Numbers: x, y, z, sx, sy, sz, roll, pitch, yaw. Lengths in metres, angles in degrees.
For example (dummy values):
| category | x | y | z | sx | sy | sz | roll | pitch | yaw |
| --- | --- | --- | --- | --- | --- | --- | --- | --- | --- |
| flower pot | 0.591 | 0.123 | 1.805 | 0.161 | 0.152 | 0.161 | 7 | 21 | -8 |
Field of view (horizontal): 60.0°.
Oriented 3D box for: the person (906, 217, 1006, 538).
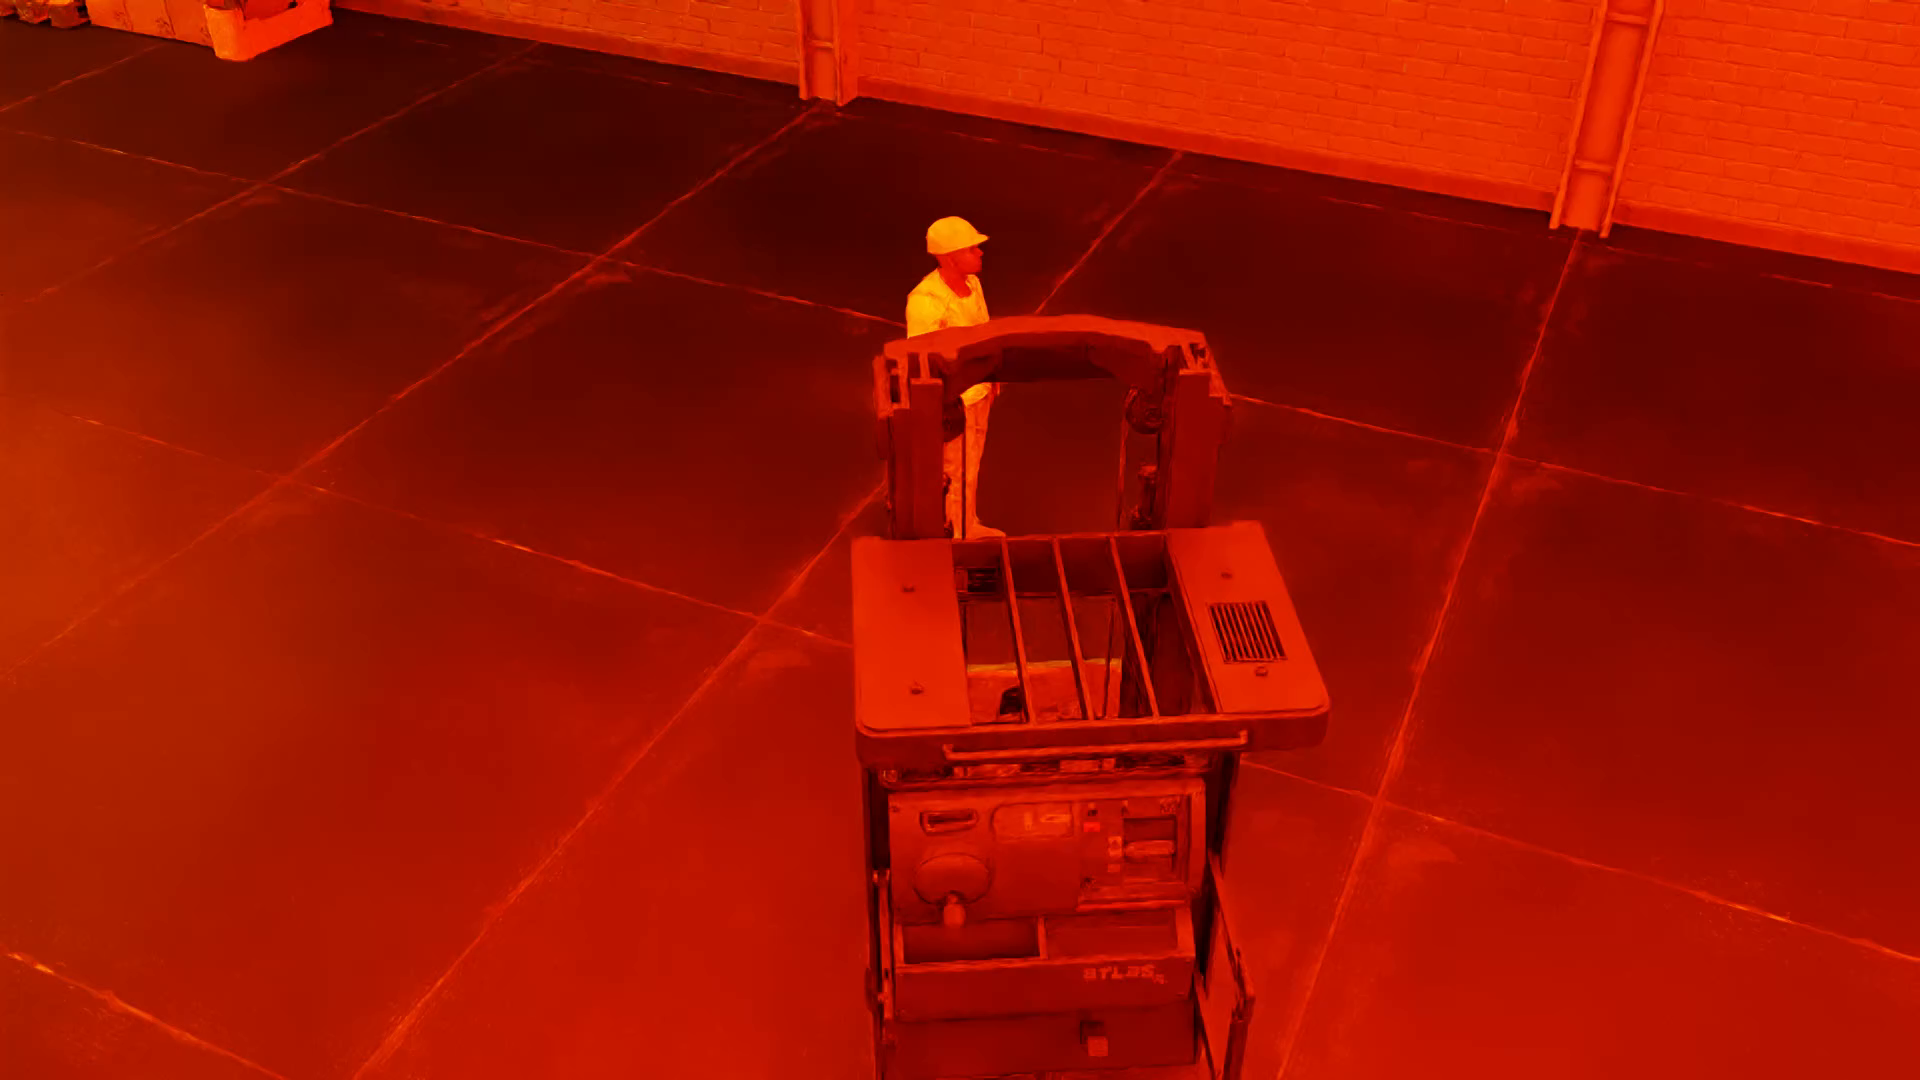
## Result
| category | x | y | z | sx | sy | sz | roll | pitch | yaw |
| --- | --- | --- | --- | --- | --- | --- | --- | --- | --- |
| person | 0.061 | -0.705 | 8.066 | 0.576 | 1.766 | 0.665 | 15 | 38 | 20 |

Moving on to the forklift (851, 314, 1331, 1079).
| category | x | y | z | sx | sy | sz | roll | pitch | yaw |
| --- | --- | --- | --- | --- | --- | --- | --- | --- | --- |
| forklift | 0.277 | 0.983 | 4.708 | 1.130 | 2.935 | 3.031 | -2 | 36 | -3 |
